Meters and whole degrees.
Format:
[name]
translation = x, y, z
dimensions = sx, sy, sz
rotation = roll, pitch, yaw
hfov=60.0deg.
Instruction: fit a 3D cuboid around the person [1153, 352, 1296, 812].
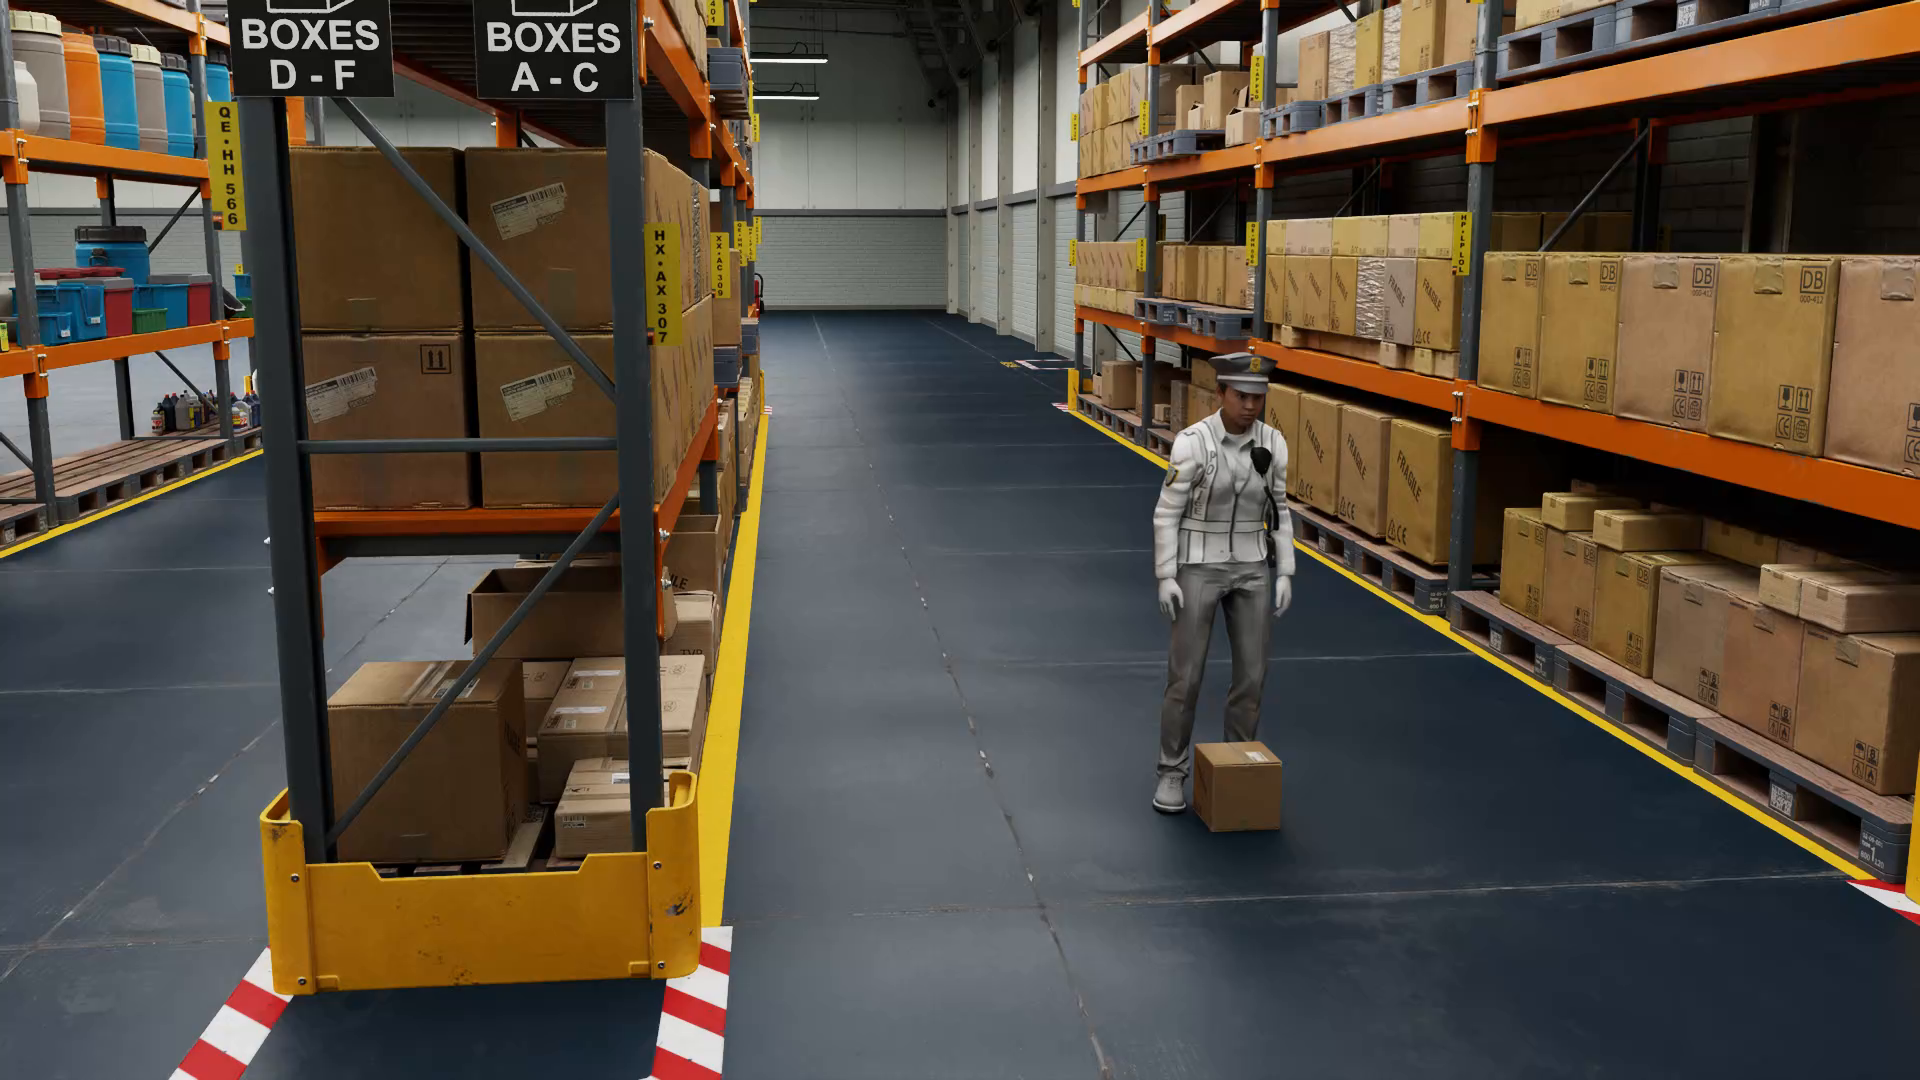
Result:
[person]
translation = 0.966, 0.145, 6.079
dimensions = 0.545, 1.663, 0.376
rotation = -2, 10, -10
